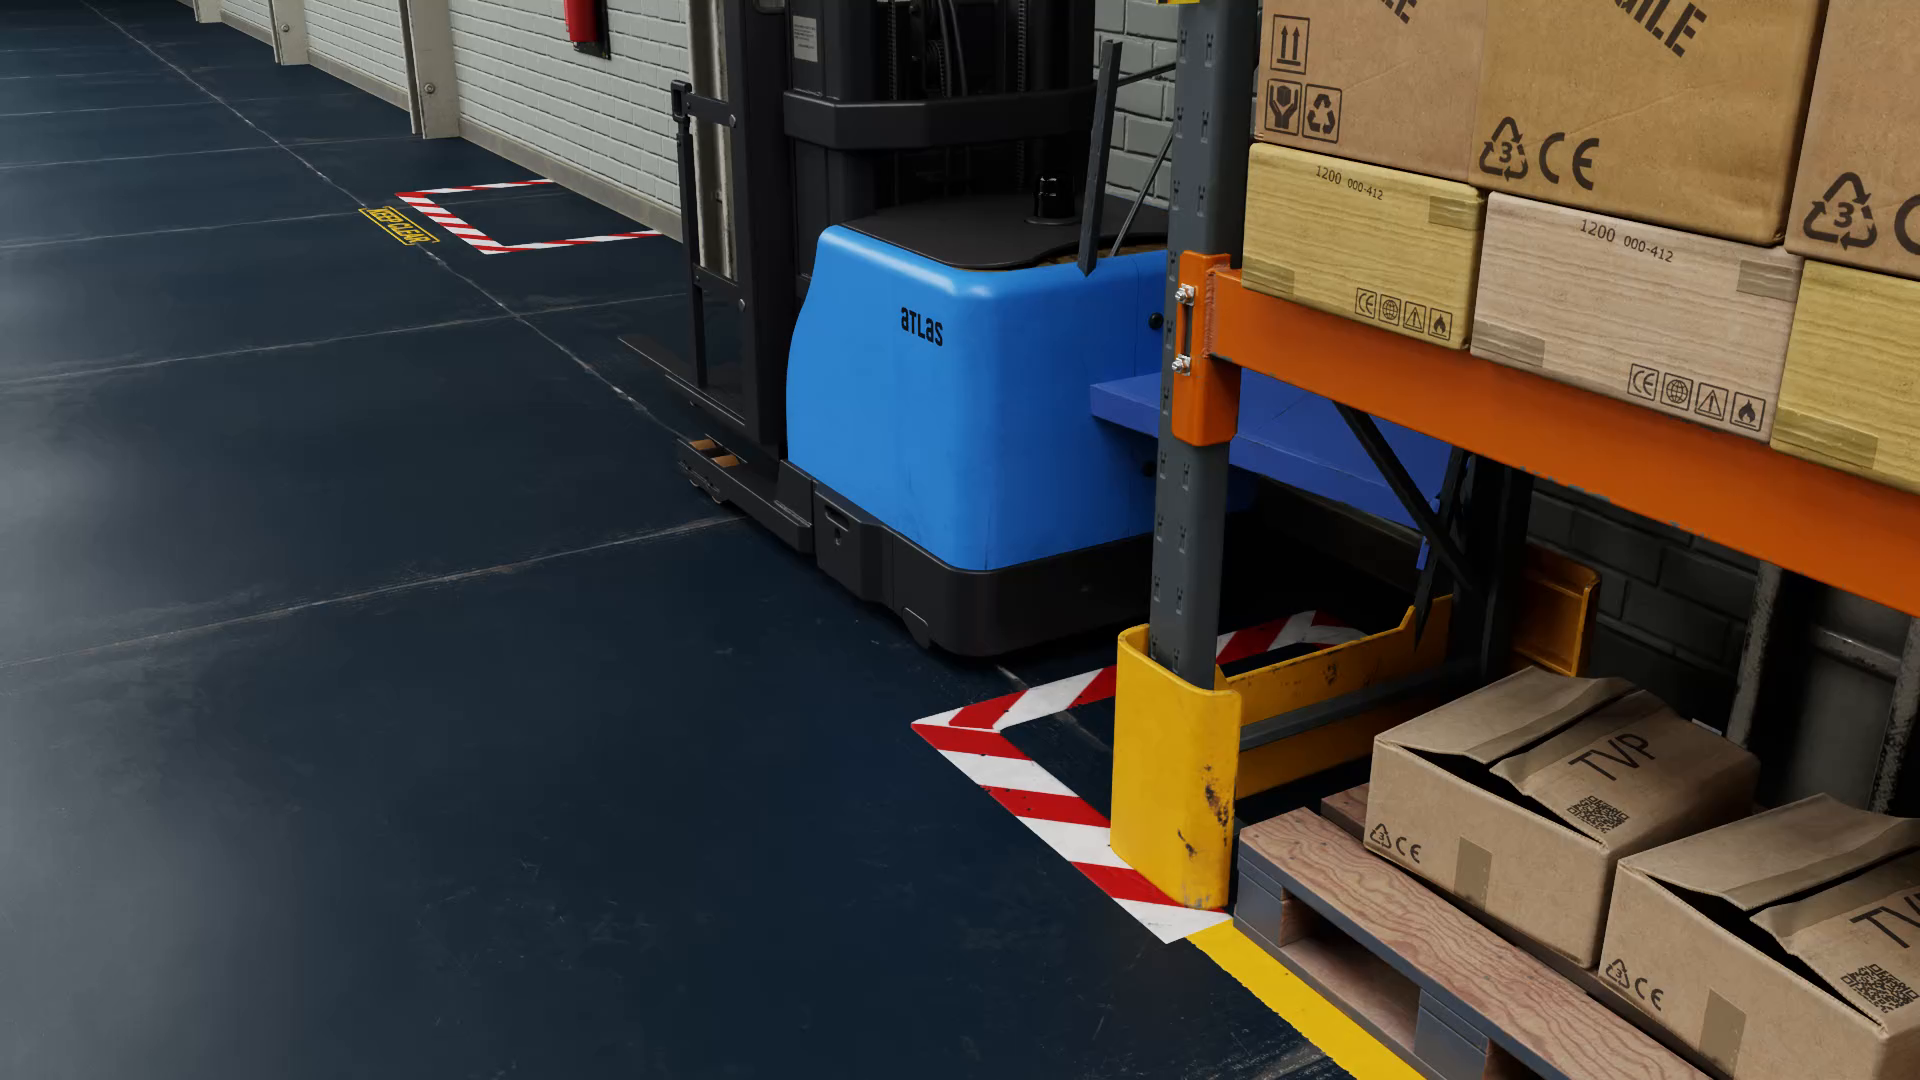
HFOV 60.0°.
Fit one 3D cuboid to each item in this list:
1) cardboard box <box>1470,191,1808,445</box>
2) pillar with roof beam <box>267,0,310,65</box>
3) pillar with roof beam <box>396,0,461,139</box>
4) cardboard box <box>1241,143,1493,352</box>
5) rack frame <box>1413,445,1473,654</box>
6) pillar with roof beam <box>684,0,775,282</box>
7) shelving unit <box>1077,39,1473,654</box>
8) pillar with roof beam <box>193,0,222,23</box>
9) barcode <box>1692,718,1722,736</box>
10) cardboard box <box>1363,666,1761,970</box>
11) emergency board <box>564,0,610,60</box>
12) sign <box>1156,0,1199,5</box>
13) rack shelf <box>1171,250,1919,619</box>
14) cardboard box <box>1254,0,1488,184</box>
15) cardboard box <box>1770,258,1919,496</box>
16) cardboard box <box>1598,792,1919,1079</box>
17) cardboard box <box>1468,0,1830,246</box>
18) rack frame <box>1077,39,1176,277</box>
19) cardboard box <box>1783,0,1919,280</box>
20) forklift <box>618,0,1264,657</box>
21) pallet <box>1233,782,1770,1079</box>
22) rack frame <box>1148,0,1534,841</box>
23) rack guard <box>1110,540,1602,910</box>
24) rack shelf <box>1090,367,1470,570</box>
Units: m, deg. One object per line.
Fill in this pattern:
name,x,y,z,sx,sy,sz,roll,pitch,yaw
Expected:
cardboard box,1.111,-0.364,2.396,0.500,0.250,0.500,-13,26,-30
pillar with roof beam,-10.937,-8.526,14.338,9.100,9.000,0.400,-13,25,-28
pillar with roof beam,-7.872,-6.584,9.560,9.100,9.000,0.400,-13,25,-28
cardboard box,0.833,-0.529,2.803,0.500,0.250,0.500,-13,26,-30
rack frame,1.259,-0.254,3.938,0.032,1.500,0.500,22,34,29
pillar with roof beam,-4.808,-4.642,4.781,9.100,9.000,0.400,-13,25,-28
shelving unit,0.846,-0.425,4.180,1.048,1.500,0.538,22,34,29
pillar with roof beam,-14.002,-10.469,19.117,9.100,9.000,0.400,-13,25,-28
barcode,1.486,0.399,3.321,0.001,0.075,0.075,-13,25,-28
cardboard box,1.133,0.474,3.147,0.500,0.311,0.500,-16,27,-34
emergency board,-2.336,-3.498,9.934,0.194,1.169,0.643,-13,25,-28
sign,0.391,-1.105,2.898,0.100,0.325,0.005,-13,25,-28
rack shelf,1.879,0.172,1.860,1.077,0.370,4.000,-13,25,-28
cardboard box,0.843,-0.884,2.678,0.500,0.500,0.500,-13,25,-28
cardboard box,1.366,-0.198,1.988,0.500,0.250,0.500,-13,26,-29
cardboard box,1.424,0.659,2.693,0.500,0.311,0.500,-10,24,-24
cardboard box,1.087,-0.722,2.280,0.500,0.500,0.500,-13,25,-28
rack frame,0.434,-0.596,4.423,0.032,1.500,0.500,22,34,29
cardboard box,1.345,-0.553,1.866,0.500,0.500,0.500,-14,26,-30
forklift,-0.322,-1.559,5.254,1.130,2.935,3.031,-13,25,-29
pallet,1.281,0.777,3.118,1.003,0.211,1.213,-13,25,-28
rack frame,0.857,-0.809,3.318,1.000,3.000,0.127,-13,25,-28
rack guard,0.896,0.374,3.728,1.175,0.500,0.348,-13,25,-28
rack shelf,0.833,-0.268,4.268,1.000,0.185,0.538,22,34,29
